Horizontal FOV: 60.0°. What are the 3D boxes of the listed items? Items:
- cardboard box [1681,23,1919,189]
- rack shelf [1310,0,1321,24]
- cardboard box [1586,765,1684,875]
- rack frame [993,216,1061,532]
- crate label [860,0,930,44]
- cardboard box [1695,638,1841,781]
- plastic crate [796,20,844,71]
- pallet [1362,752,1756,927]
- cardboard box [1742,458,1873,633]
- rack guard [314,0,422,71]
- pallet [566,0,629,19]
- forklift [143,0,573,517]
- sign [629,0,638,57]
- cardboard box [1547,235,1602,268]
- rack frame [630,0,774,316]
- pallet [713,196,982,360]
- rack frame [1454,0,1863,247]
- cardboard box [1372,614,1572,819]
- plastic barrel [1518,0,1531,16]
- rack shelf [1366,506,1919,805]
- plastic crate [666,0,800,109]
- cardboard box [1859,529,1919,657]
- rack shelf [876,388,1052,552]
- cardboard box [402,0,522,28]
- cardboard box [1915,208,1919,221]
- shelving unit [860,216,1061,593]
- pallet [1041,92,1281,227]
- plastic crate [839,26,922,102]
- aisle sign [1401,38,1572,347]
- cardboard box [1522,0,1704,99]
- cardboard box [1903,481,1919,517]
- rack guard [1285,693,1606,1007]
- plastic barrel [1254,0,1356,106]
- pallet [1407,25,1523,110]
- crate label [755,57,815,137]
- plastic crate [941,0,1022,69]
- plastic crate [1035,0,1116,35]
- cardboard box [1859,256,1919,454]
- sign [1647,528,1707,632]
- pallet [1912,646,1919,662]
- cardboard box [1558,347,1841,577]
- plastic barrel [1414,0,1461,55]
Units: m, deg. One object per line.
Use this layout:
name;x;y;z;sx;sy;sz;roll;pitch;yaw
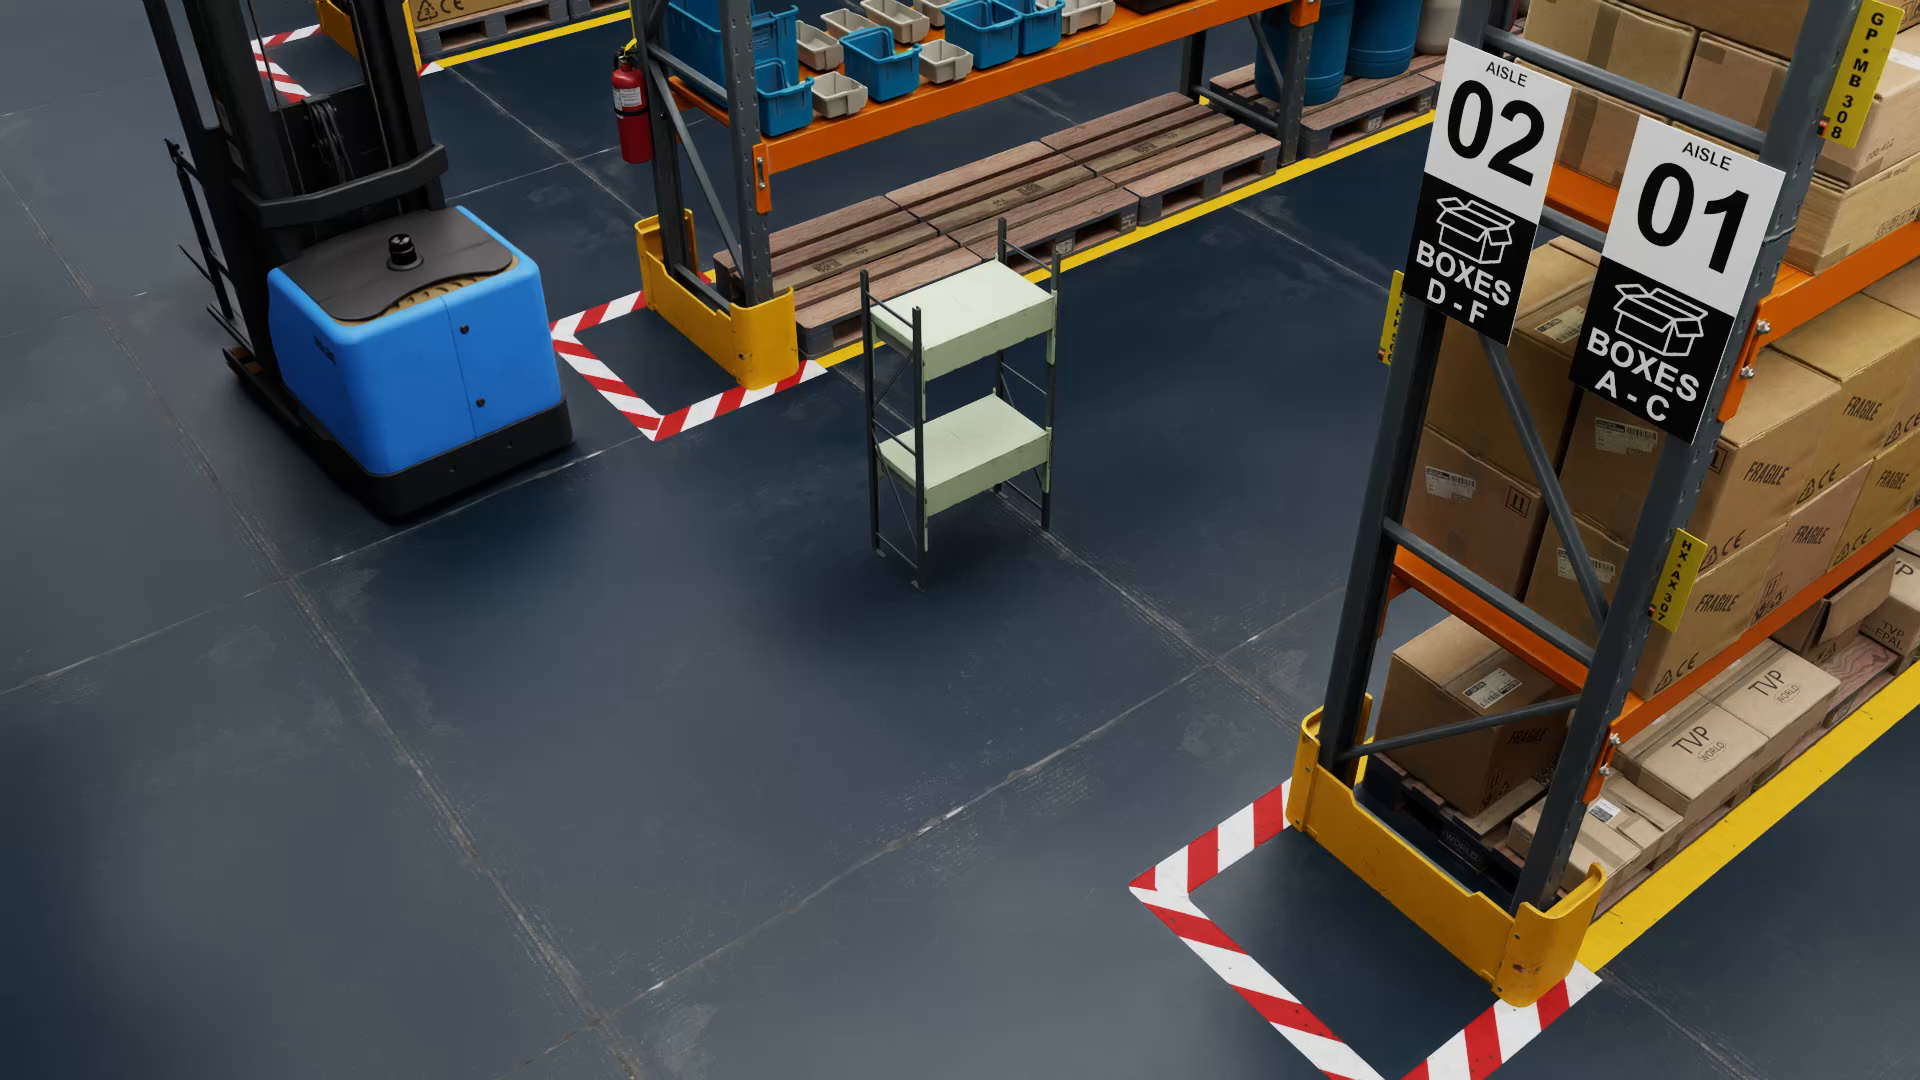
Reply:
cardboard box;2.255;-1.186;4.323;0.500;0.250;0.500;-26;46;-28
rack shelf;3.431;-4.356;11.396;4.000;0.370;1.077;-26;46;-28
cardboard box;2.429;1.016;6.166;0.250;0.166;0.380;-26;46;-28
rack frame;0.295;-0.724;7.583;0.023;1.500;0.400;-26;46;-28
crate label;-0.345;-2.868;9.175;0.243;0.136;0.396;-26;46;-28
cardboard box;3.086;0.616;6.589;0.500;0.250;0.500;-26;46;-28
plastic crate;-0.790;-2.643;8.901;0.243;0.136;0.396;-26;46;-28
pallet;2.381;0.917;6.599;1.213;0.211;1.003;-26;46;-28
cardboard box;2.608;-0.103;5.565;0.500;0.500;0.500;-26;46;-28
rack guard;-4.363;-3.831;12.159;0.348;0.500;1.175;-26;46;-28
pallet;-2.791;-4.546;13.258;1.213;0.211;1.003;-26;46;-28
forklift;-3.297;-2.105;8.139;1.130;2.935;3.031;-28;47;-30
sign;-1.674;-2.649;8.619;0.005;0.325;0.100;-26;46;-28
cardboard box;2.275;-0.754;5.571;0.500;0.500;0.500;-25;45;-27
rack frame;-1.326;-2.316;8.341;0.127;3.000;1.000;-26;46;-28
pallet;-0.649;-1.537;9.590;1.213;0.211;1.003;-26;46;-28
rack frame;1.689;-2.143;3.400;0.127;3.000;1.000;-26;46;-28
cardboard box;1.970;0.639;6.363;0.500;0.500;0.500;-26;46;-28
plastic barrel;4.246;-4.147;12.204;0.421;0.512;0.421;0;39;0
rack shelf;3.275;-0.318;6.473;4.000;0.370;1.077;-26;46;-28
plastic crate;-1.174;-2.576;8.583;0.499;0.435;0.616;-26;46;-28
cardboard box;3.987;0.153;7.105;0.500;0.311;0.500;-26;46;-28
rack shelf;0.005;-0.330;7.618;0.720;0.370;0.431;-26;46;-28
cardboard box;-3.886;-4.435;12.269;0.875;0.875;0.875;-26;46;-28
cardboard box;2.656;-1.182;4.713;0.500;0.250;0.500;-26;46;-28
shelving unit;0.005;-0.582;7.411;0.755;1.500;0.431;-26;46;-28
pallet;1.286;-2.480;10.740;1.213;0.211;1.003;-26;46;-28
plastic crate;-0.408;-2.458;8.600;0.300;0.233;0.416;-26;46;-28
aisle sign;1.448;-0.956;4.634;0.004;0.787;0.394;-26;46;-28
cardboard box;1.941;-1.445;4.639;0.500;0.250;0.500;-26;46;-28
cardboard box;3.405;-0.488;6.034;0.500;0.500;0.500;-25;46;-28
rack guard;1.750;1.114;6.132;0.348;0.500;1.175;-26;46;-28
plastic barrel;2.287;-3.414;11.004;0.708;0.901;0.600;-26;46;-28
pallet;3.451;-3.535;12.026;1.213;0.211;1.003;-26;46;-28
crate label;-0.930;-2.204;8.290;0.303;0.233;0.416;-26;46;-28
plastic crate;0.114;-2.713;8.910;0.300;0.233;0.416;-26;46;-28
plastic crate;0.648;-2.959;9.286;0.466;0.136;0.293;-26;46;-28
cardboard box;3.011;-0.684;5.485;0.500;0.500;0.500;-25;46;-28
sign;2.020;0.115;4.696;0.005;0.325;0.100;-26;46;-28
pallet;4.316;-0.026;7.749;1.213;0.211;1.003;-26;46;-28
cardboard box;2.202;-0.287;5.002;0.500;0.500;0.500;-25;45;-27
plastic barrel;3.351;-3.711;11.672;0.421;0.512;0.421;0;39;0
